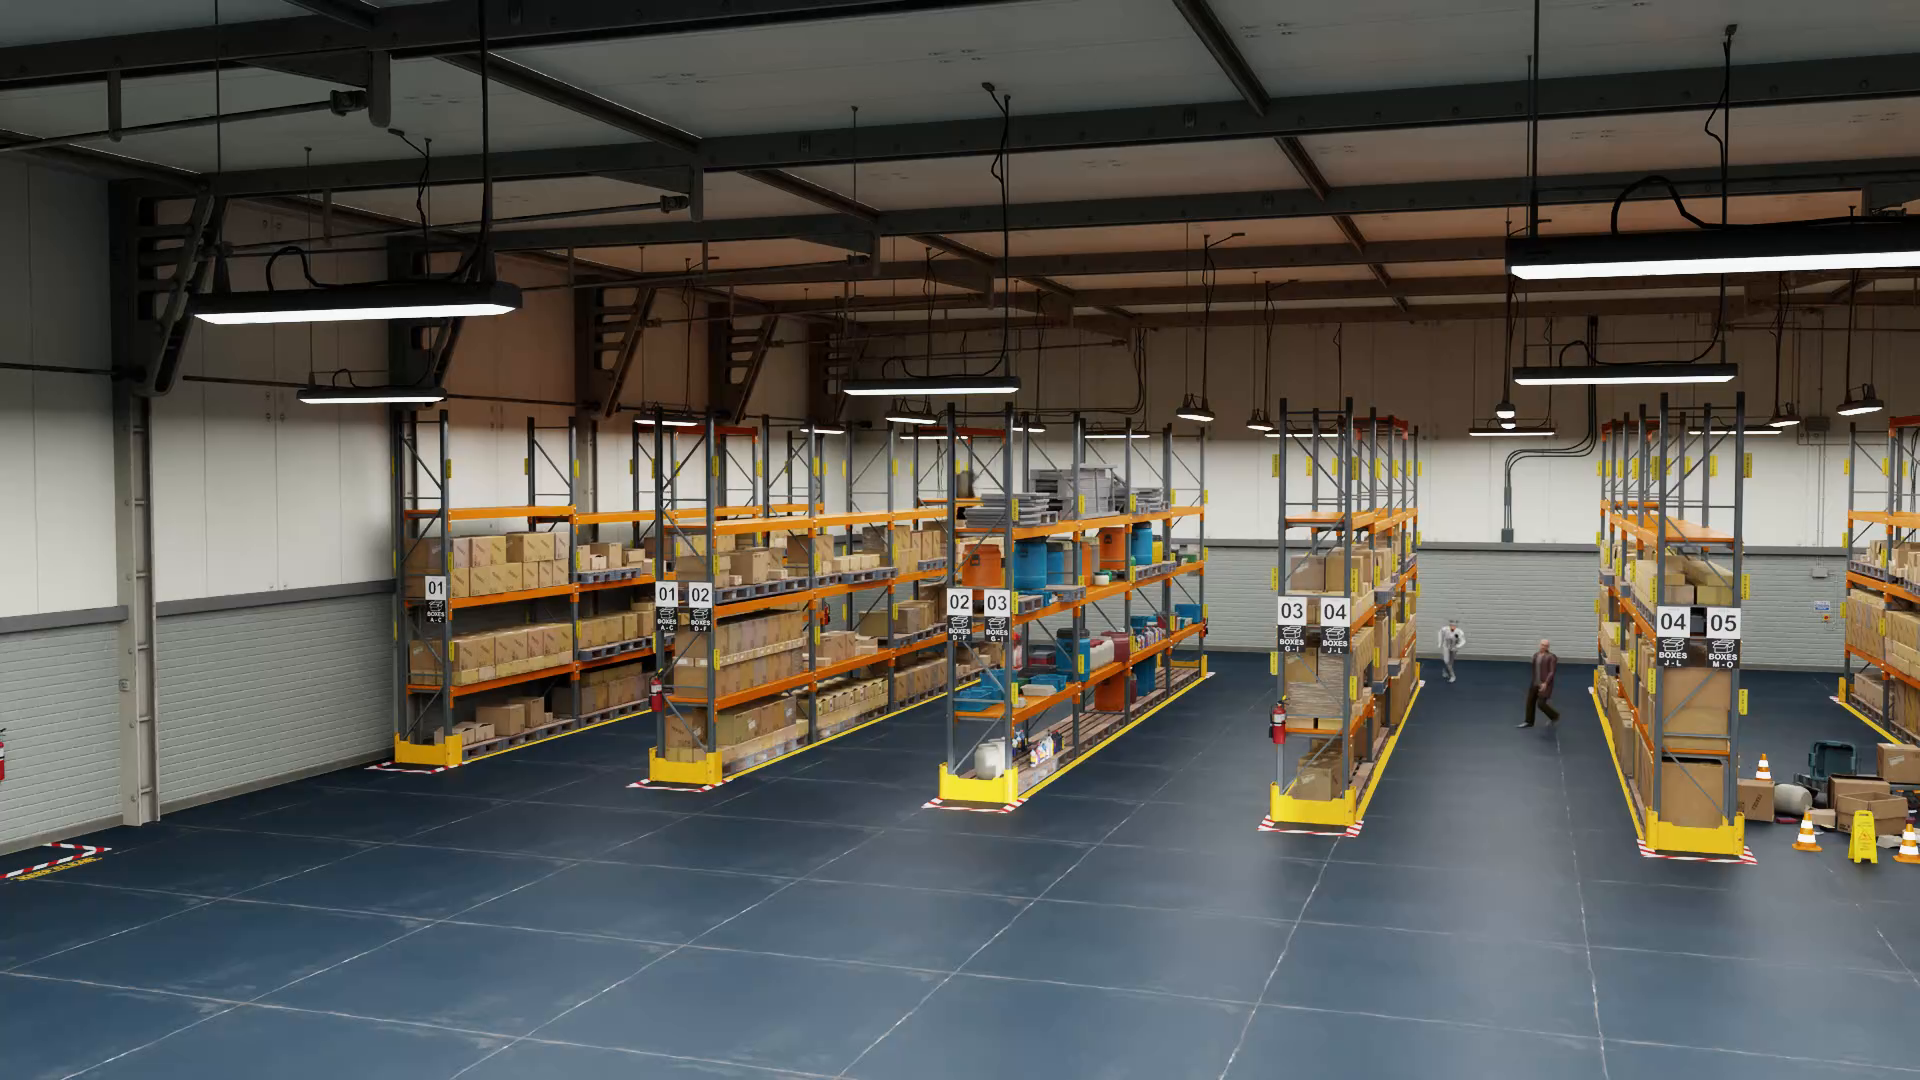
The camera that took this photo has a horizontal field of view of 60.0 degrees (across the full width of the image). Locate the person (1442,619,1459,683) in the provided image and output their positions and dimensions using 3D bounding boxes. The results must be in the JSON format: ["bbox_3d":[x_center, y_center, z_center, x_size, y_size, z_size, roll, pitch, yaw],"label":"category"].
[{"bbox_3d":[11.585,2.589,39.217,0.358,1.504,1.016,0,2,11],"label":"person"}]

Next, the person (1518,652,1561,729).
[{"bbox_3d":[11.146,2.890,31.864,0.598,1.500,0.666,-1,3,-31],"label":"person"}]

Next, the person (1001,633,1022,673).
[{"bbox_3d":[1.105,2.697,33.533,0.784,1.711,0.704,2,3,35],"label":"person"}]
